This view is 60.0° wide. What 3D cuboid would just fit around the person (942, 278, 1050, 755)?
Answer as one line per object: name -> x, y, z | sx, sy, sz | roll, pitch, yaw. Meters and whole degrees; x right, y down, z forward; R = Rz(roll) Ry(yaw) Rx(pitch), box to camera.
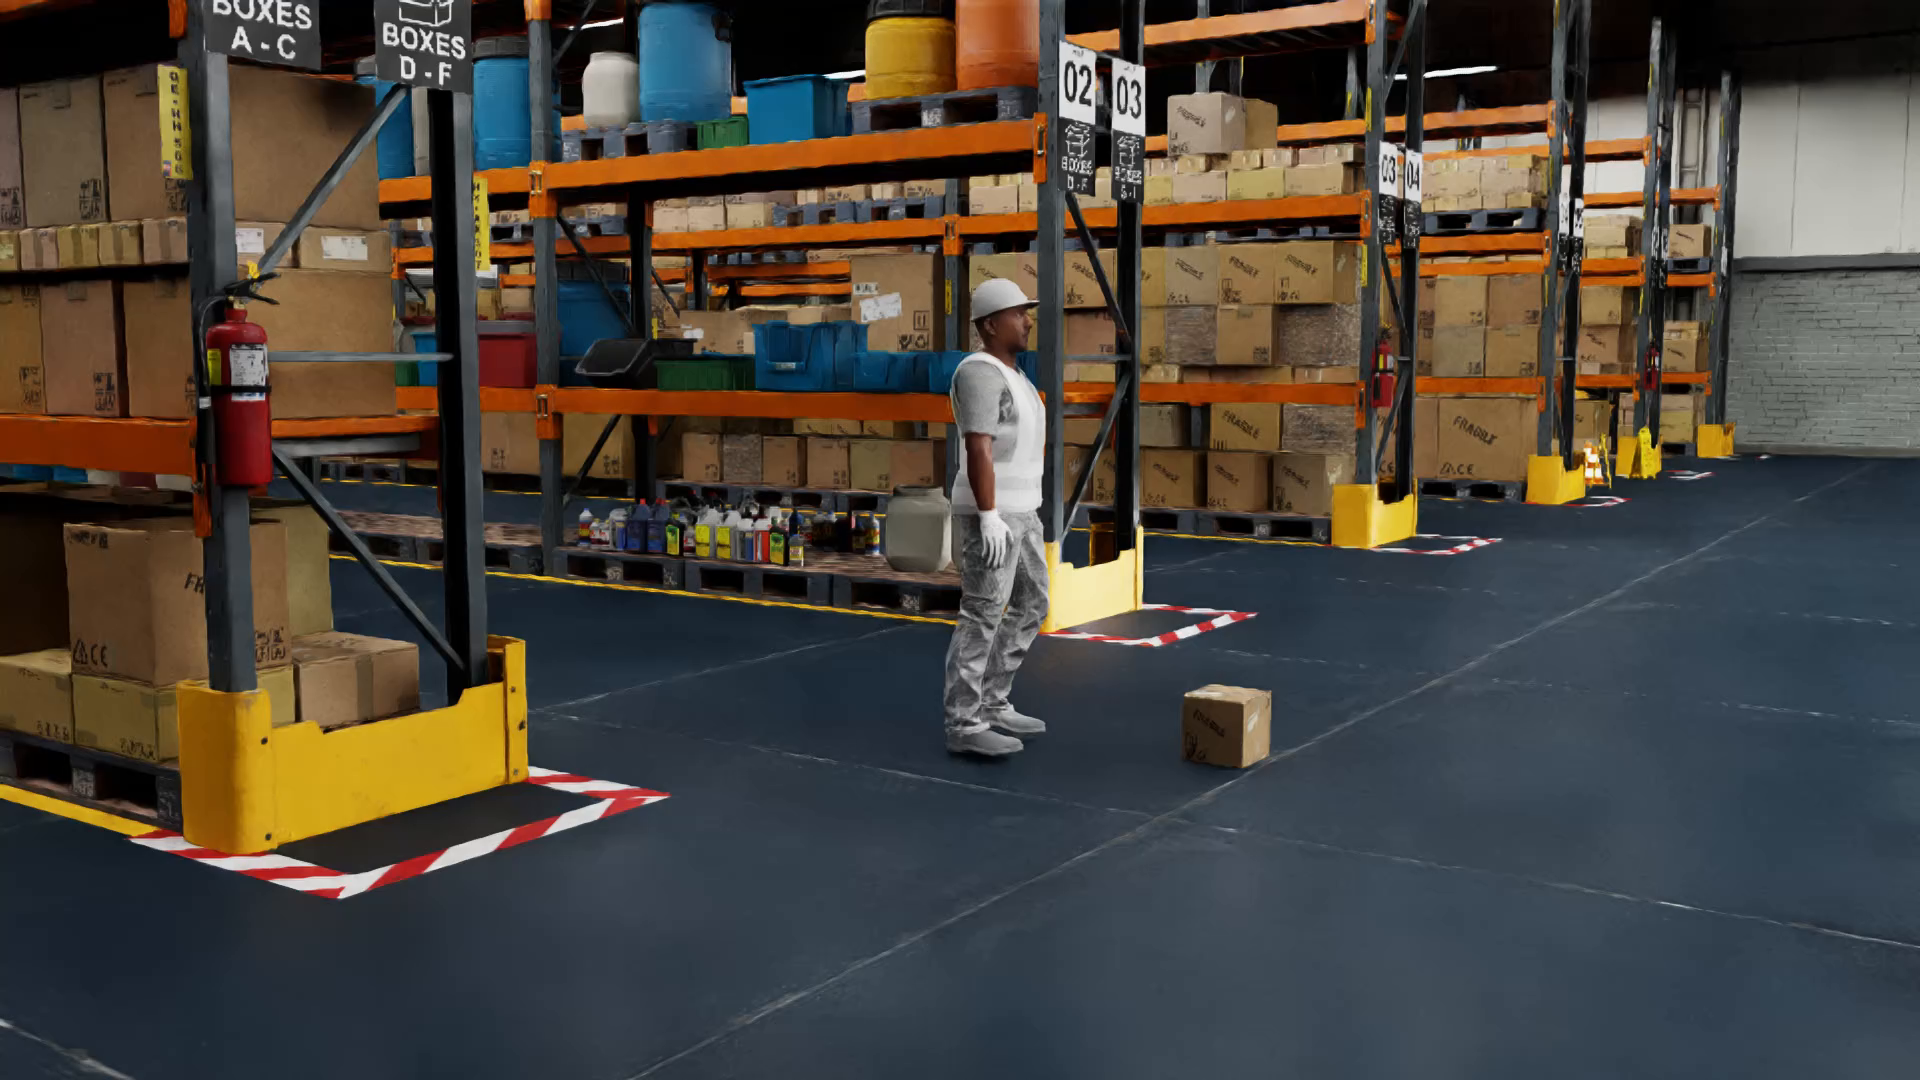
person -> 0.148, -0.098, 6.345 | 0.345, 1.782, 0.612 | 1, 6, 13
